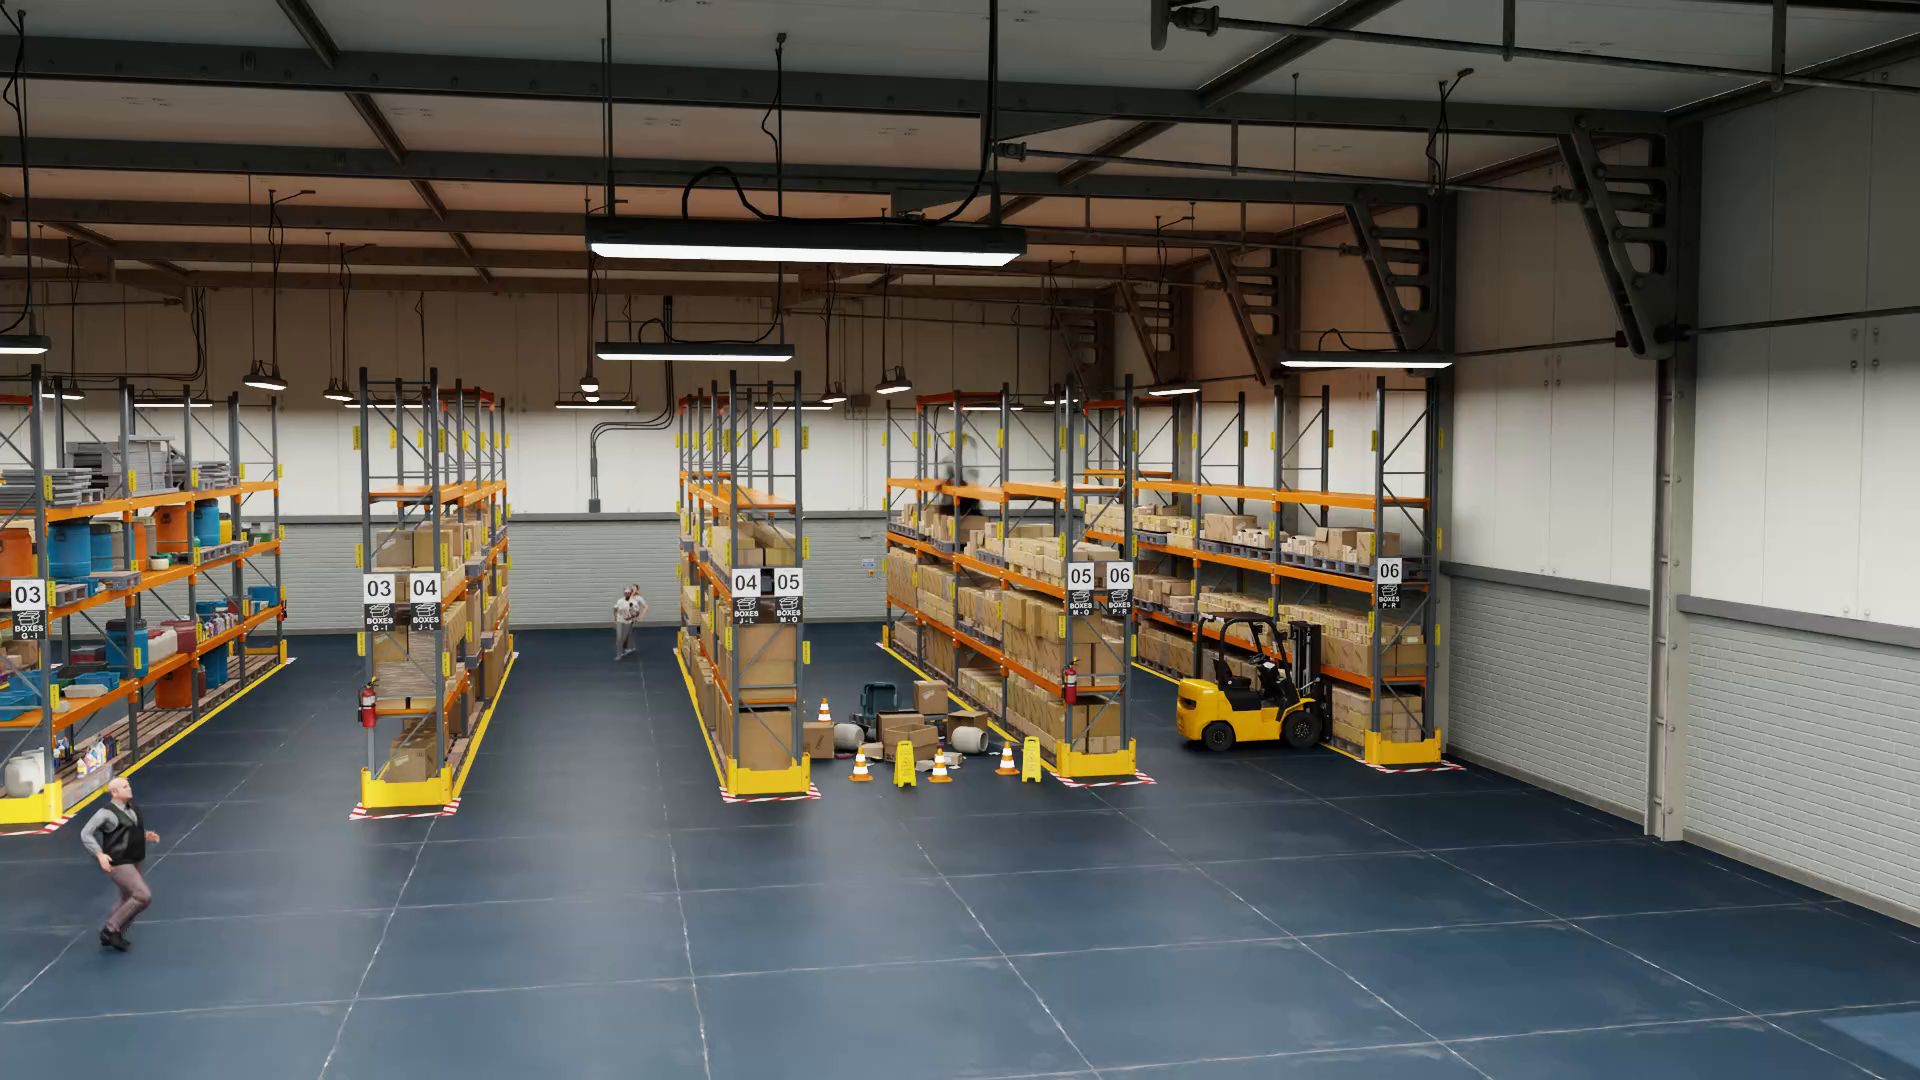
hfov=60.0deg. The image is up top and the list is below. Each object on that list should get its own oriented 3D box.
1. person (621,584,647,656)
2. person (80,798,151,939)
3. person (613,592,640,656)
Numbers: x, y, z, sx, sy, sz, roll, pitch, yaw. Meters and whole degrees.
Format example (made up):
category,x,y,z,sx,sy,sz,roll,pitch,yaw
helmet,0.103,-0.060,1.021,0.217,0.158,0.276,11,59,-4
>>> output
category,x,y,z,sx,sy,sz,roll,pitch,yaw
person,-7.734,1.872,39.025,0.602,1.673,0.677,2,4,30
person,-8.188,3.235,16.296,0.608,1.416,0.636,0,3,3
person,-7.699,1.888,38.366,0.619,1.528,0.611,0,3,-2
